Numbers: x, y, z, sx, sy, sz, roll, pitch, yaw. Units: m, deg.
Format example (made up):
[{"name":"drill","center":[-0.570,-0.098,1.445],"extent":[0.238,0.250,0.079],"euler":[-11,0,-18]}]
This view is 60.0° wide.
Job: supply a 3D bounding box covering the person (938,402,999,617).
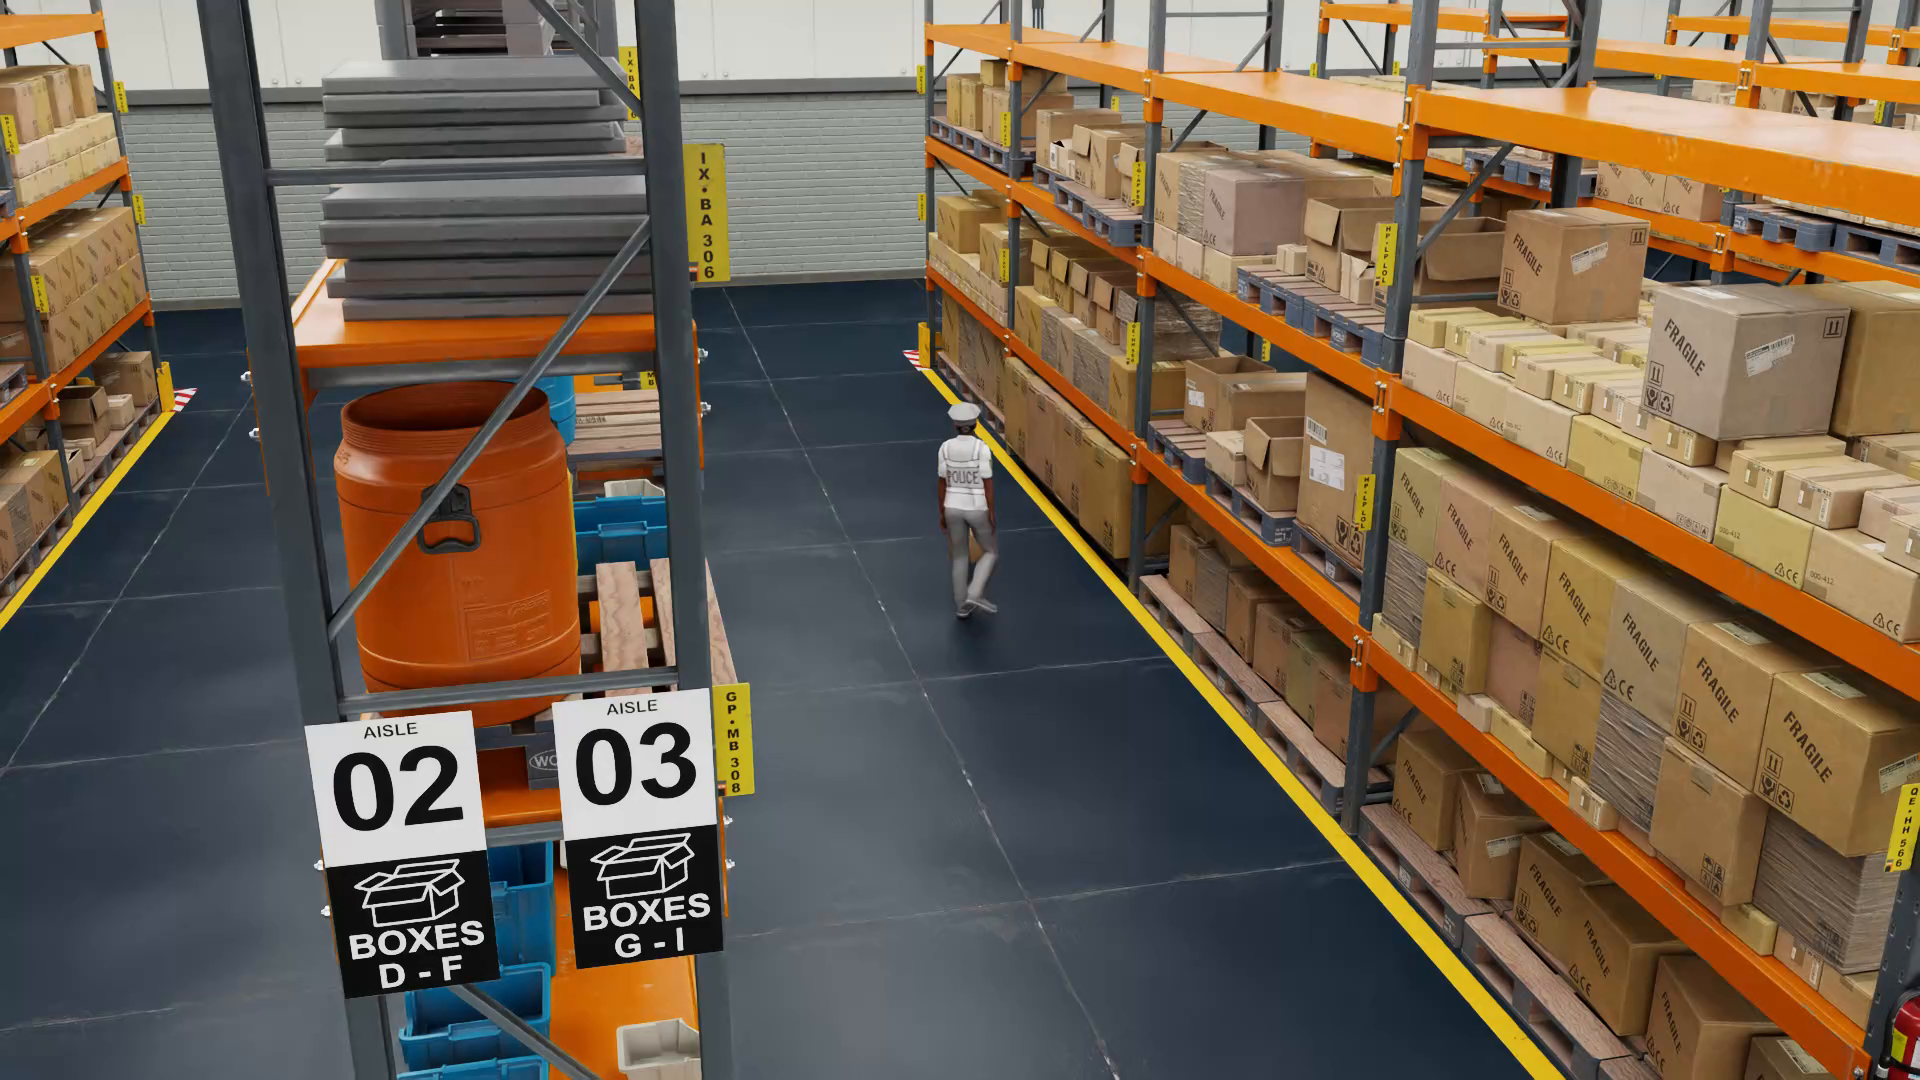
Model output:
[{"name":"person","center":[0.063,-0.194,12.847],"extent":[0.529,1.672,0.526],"euler":[6,21,17]}]
